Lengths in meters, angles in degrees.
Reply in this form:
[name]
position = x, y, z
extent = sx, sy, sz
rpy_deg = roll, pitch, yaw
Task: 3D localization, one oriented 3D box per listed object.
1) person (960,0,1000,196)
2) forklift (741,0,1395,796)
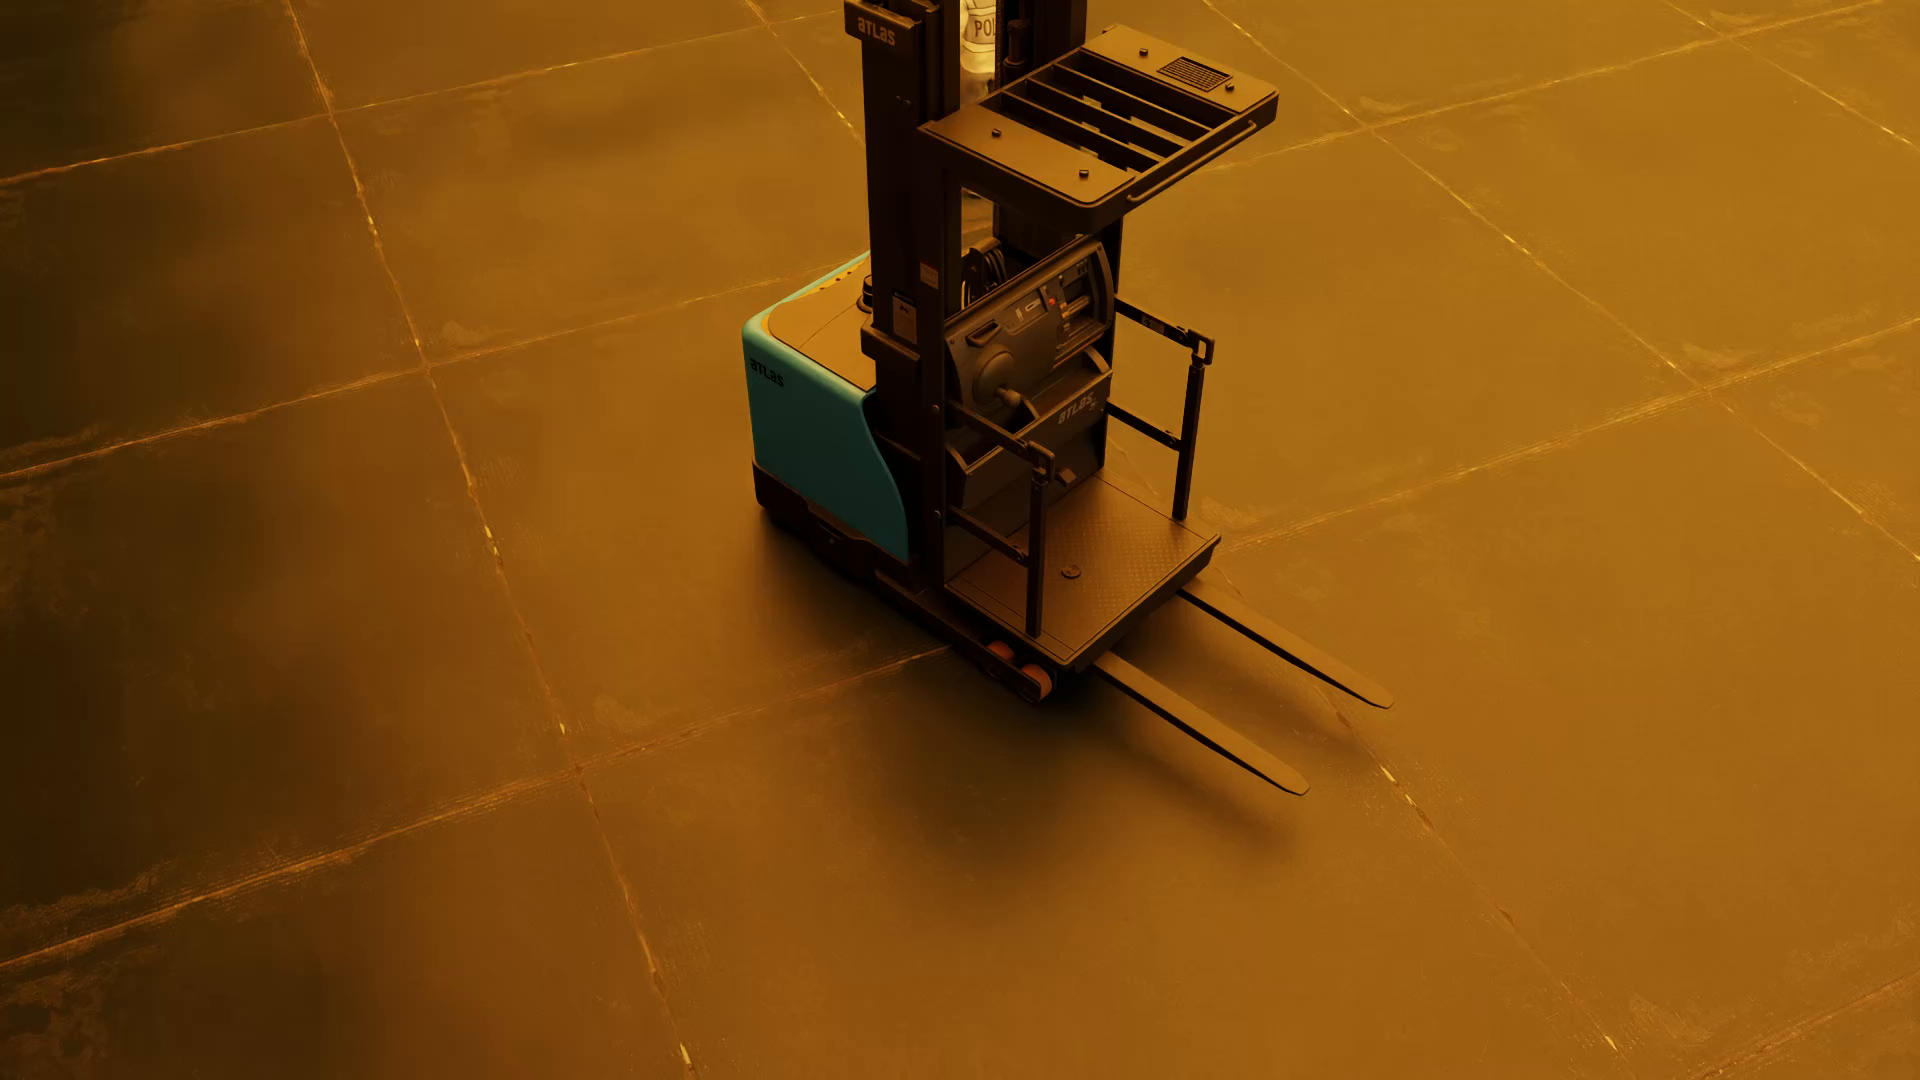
[person]
position = 0.116, -2.760, 9.537
extent = 0.578, 1.698, 0.526
rpy_deg = -16, 45, -16
[forklift]
position = 0.445, -0.788, 6.525
extent = 3.031, 2.935, 1.130
rpy_deg = 32, 52, 30
